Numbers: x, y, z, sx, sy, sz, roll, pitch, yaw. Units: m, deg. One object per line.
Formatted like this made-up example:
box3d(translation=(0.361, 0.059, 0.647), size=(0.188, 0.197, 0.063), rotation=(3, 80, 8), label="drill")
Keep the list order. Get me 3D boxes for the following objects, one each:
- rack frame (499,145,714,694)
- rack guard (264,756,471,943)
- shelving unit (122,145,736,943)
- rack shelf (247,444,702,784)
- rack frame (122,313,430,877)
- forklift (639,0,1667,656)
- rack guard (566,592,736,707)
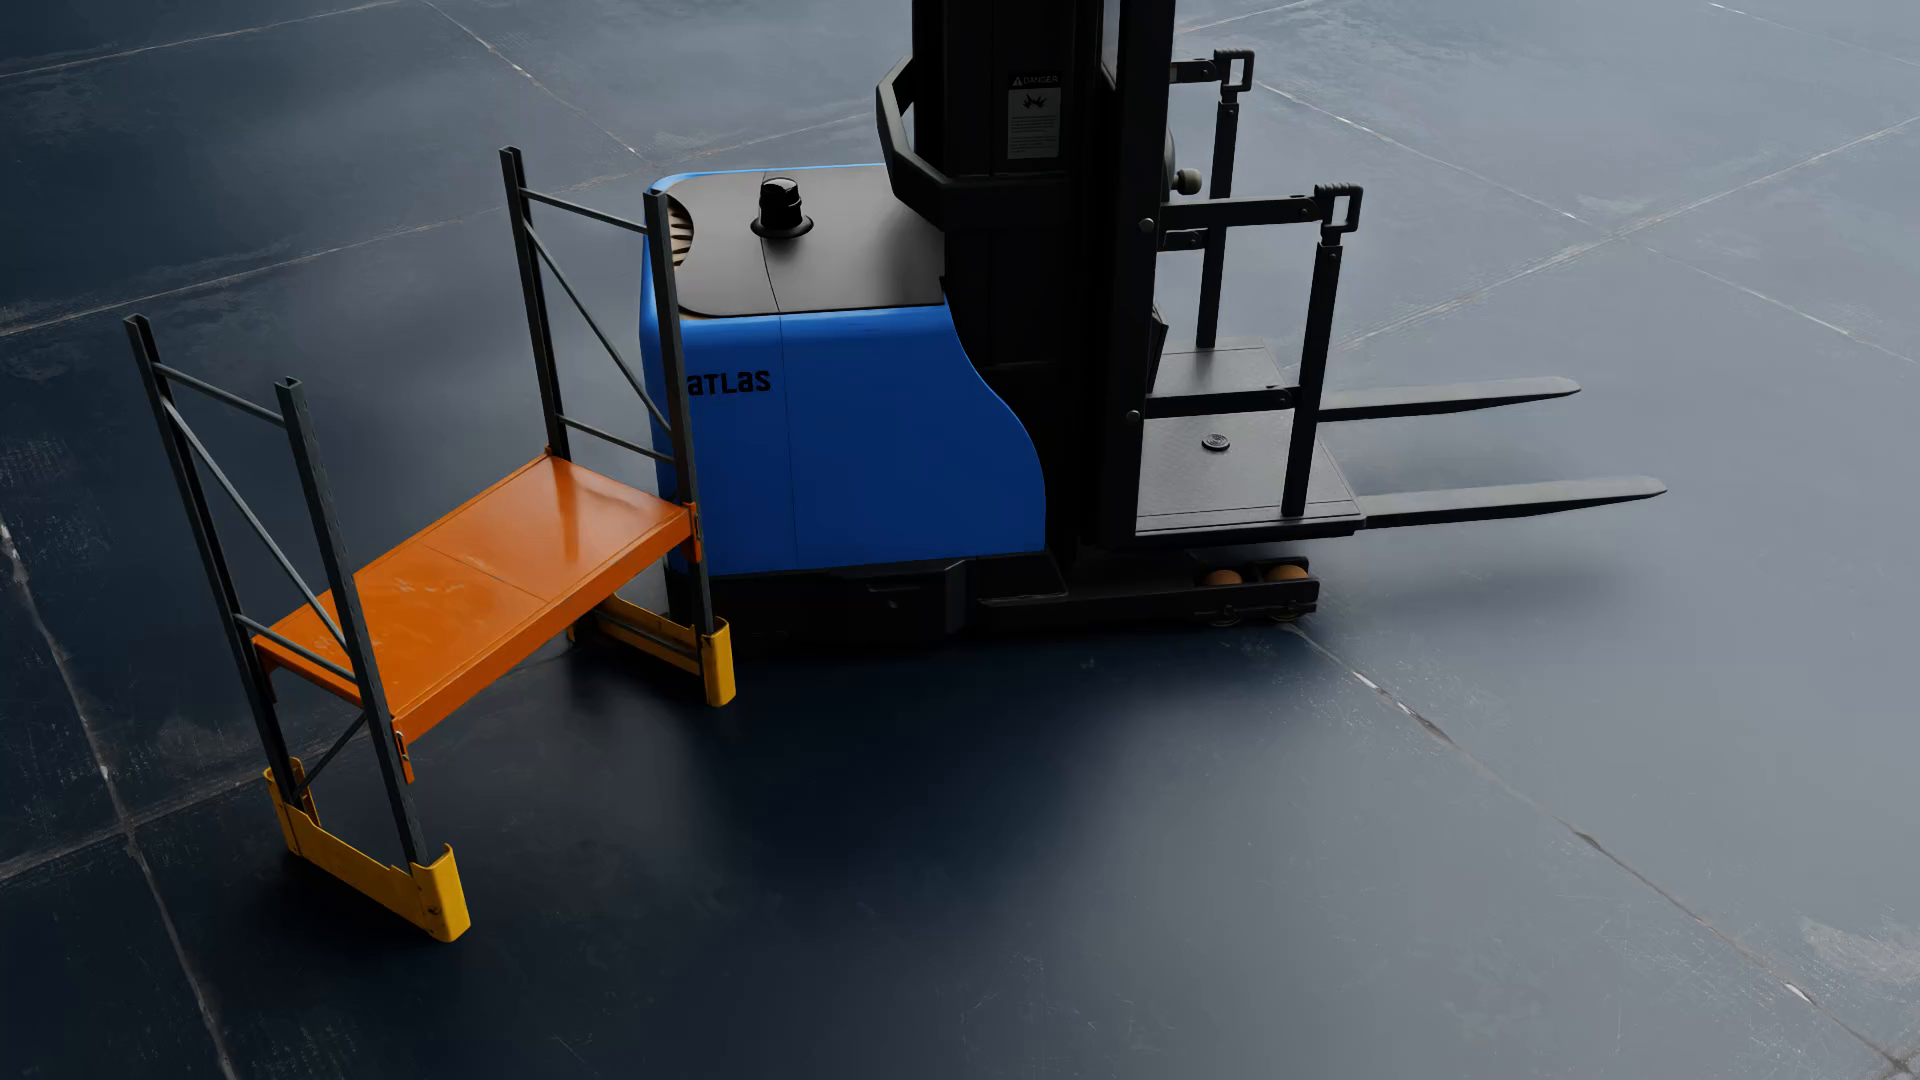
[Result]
box3d(translation=(-0.887, -0.255, 4.320), size=(0.500, 1.500, 0.032), rotation=(21, 41, 26), label="rack frame")
box3d(translation=(-1.429, 0.741, 4.005), size=(0.587, 0.250, 0.087), rotation=(21, 41, 26), label="rack guard")
box3d(translation=(-1.159, -0.010, 3.979), size=(0.587, 1.500, 1.083), rotation=(21, 41, 26), label="shelving unit")
box3d(translation=(-1.164, 0.140, 4.078), size=(0.538, 0.185, 1.000), rotation=(21, 41, 26), label="rack shelf")
box3d(translation=(-1.440, 0.244, 3.627), size=(0.500, 1.500, 0.032), rotation=(21, 41, 26), label="rack frame")
box3d(translation=(0.619, -1.238, 4.461), size=(3.031, 2.935, 1.130), rotation=(-4, 36, -6), label="forklift")
box3d(translation=(-0.888, 0.253, 4.684), size=(0.587, 0.250, 0.087), rotation=(21, 41, 26), label="rack guard")
